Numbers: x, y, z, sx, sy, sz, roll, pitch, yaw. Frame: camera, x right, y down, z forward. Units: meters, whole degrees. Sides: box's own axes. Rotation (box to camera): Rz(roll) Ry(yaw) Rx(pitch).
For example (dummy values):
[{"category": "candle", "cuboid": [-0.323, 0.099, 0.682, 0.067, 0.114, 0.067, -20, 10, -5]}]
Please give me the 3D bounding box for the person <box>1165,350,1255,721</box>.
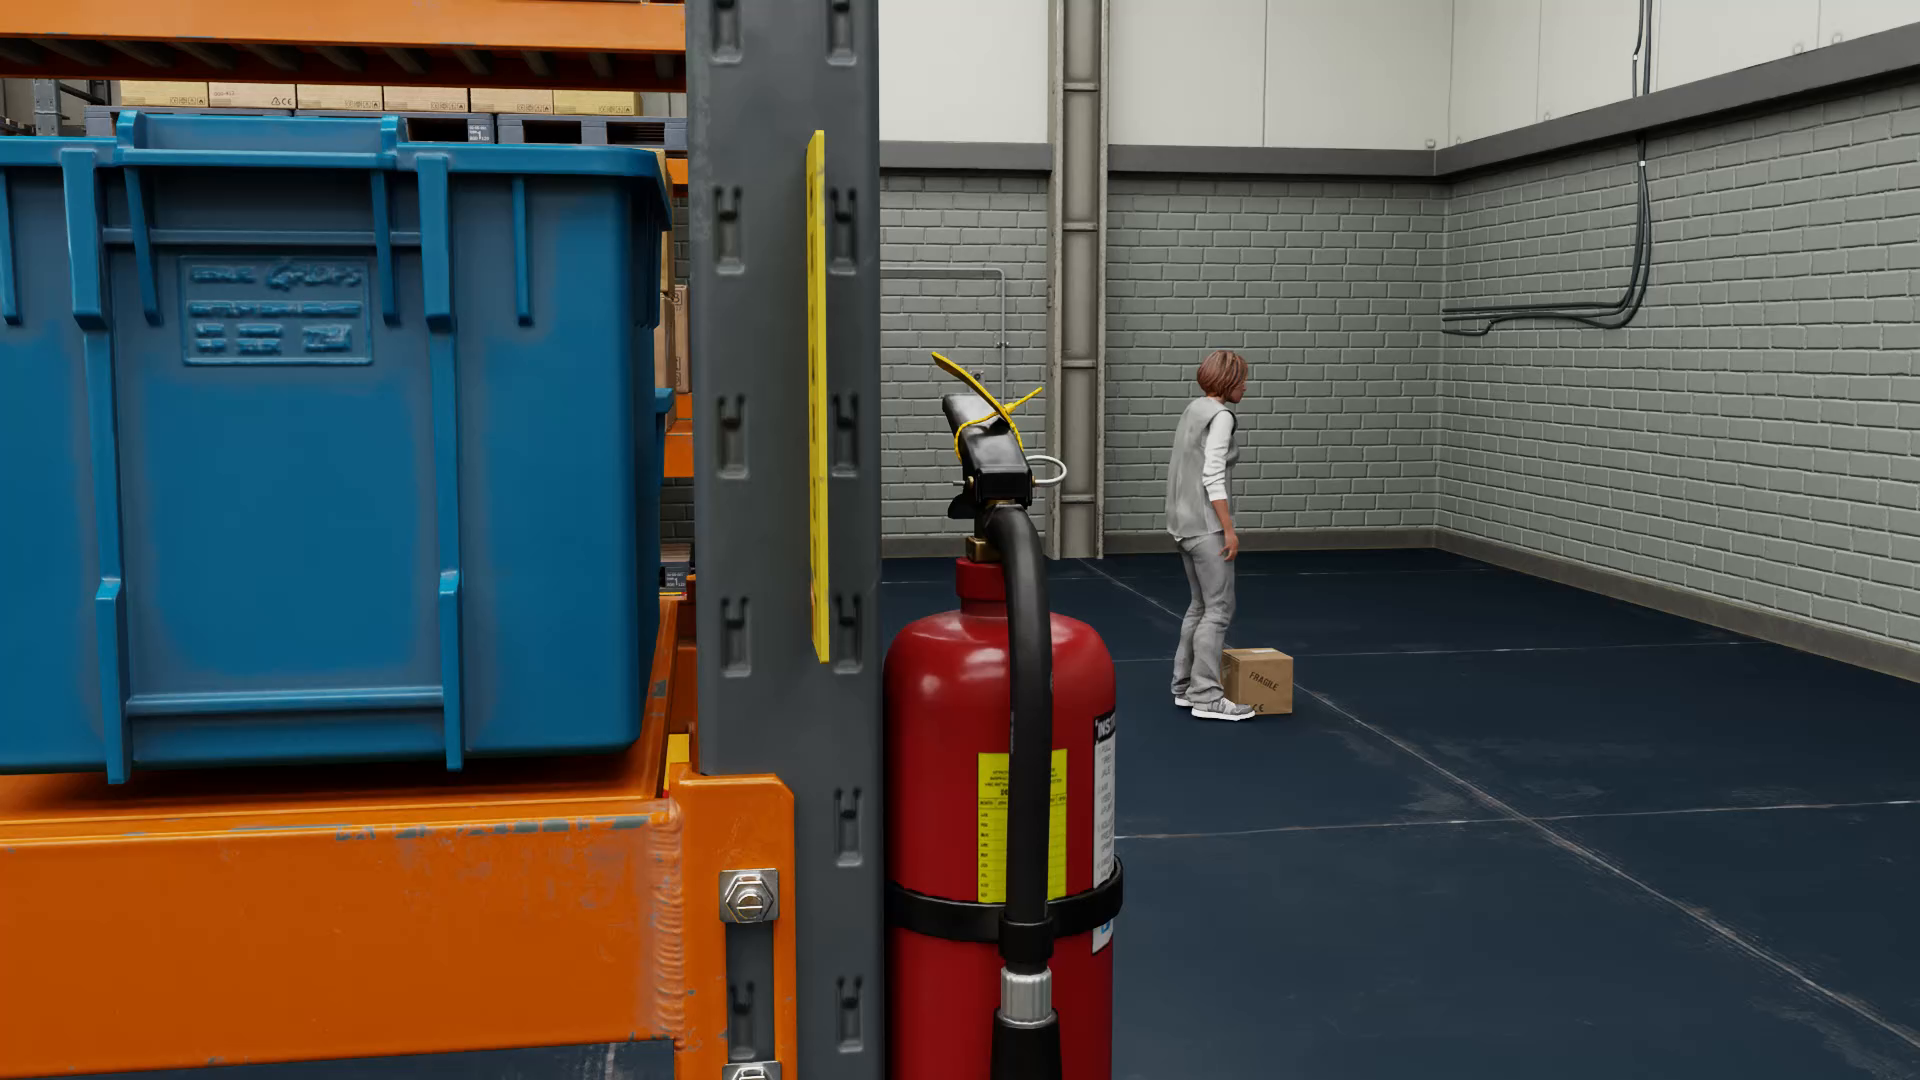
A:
[{"category": "person", "cuboid": [1.086, -0.031, 7.291, 0.343, 1.593, 0.461, -1, 7, -8]}]
